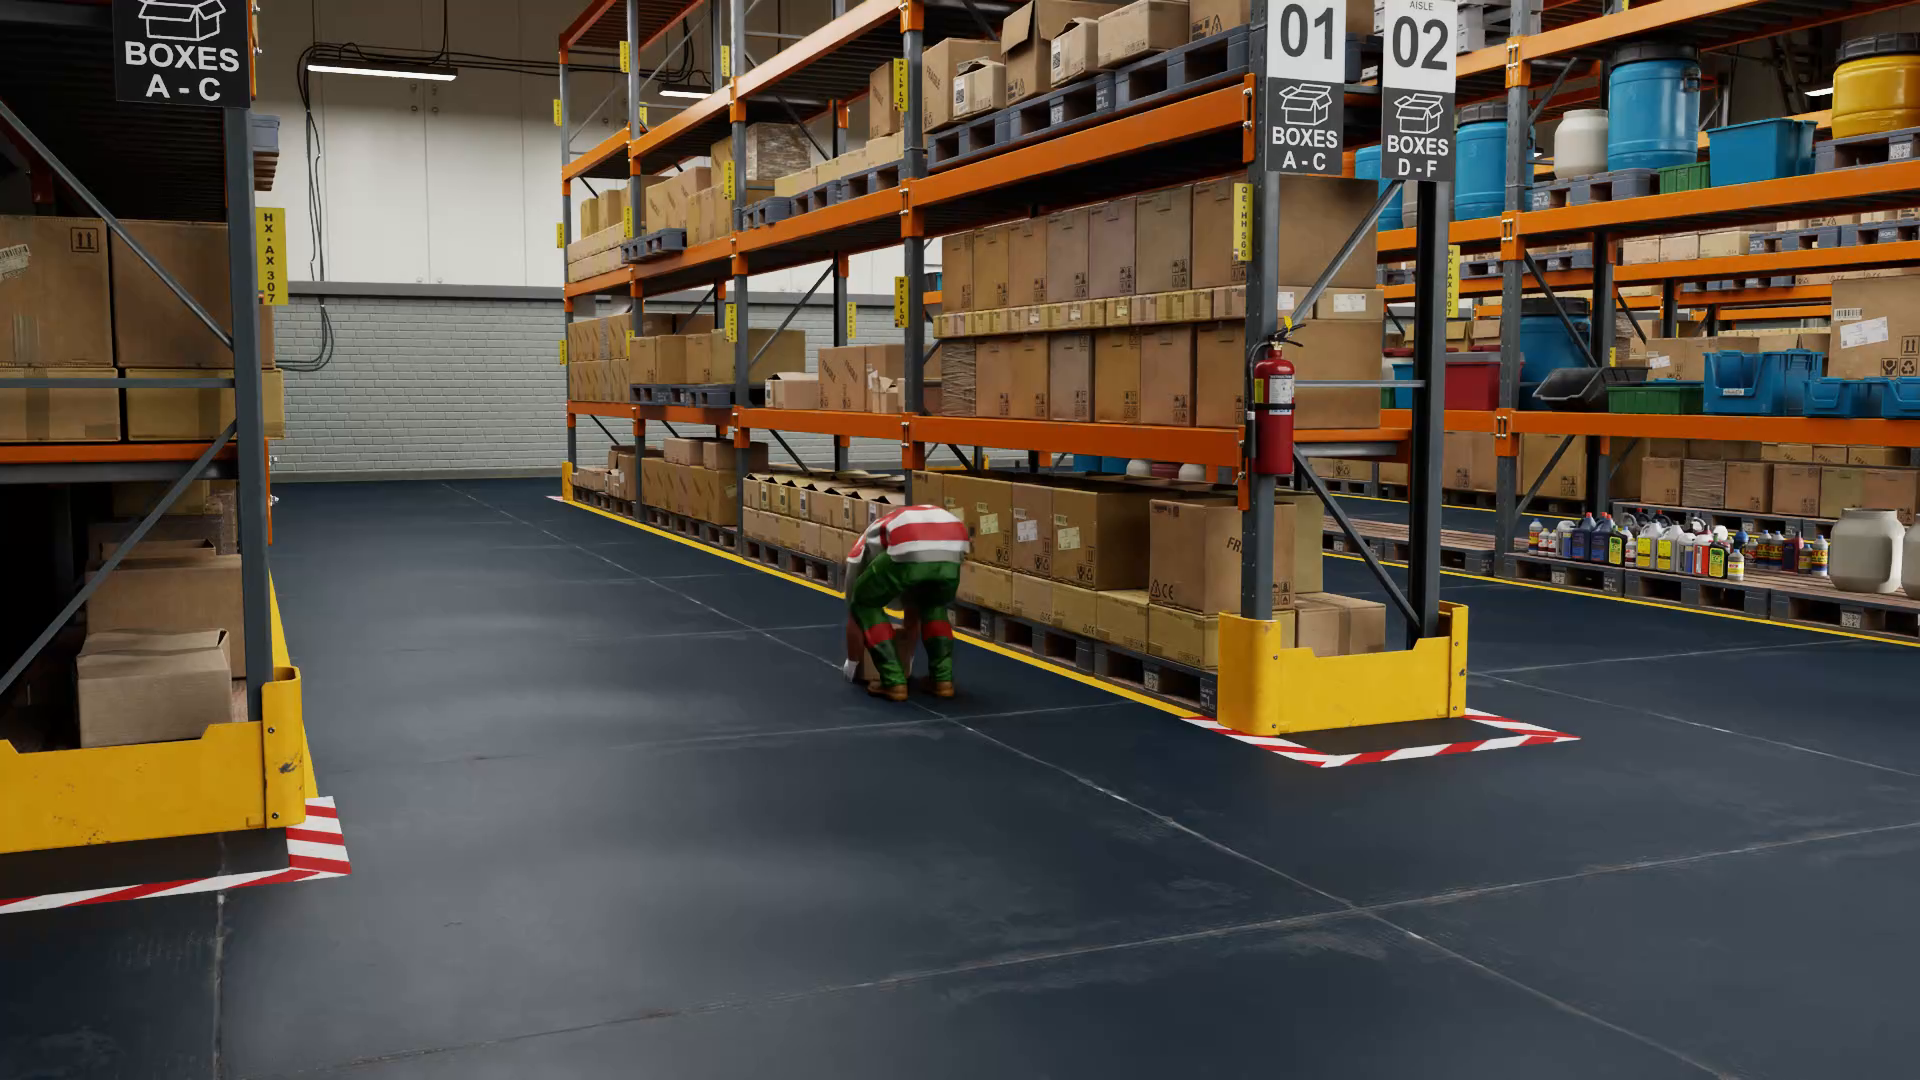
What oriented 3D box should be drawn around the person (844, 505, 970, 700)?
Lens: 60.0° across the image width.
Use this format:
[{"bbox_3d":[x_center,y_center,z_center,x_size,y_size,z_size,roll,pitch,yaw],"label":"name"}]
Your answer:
[{"bbox_3d":[-0.304,0.280,8.209,0.535,0.931,0.951,-3,6,-26],"label":"person"}]
